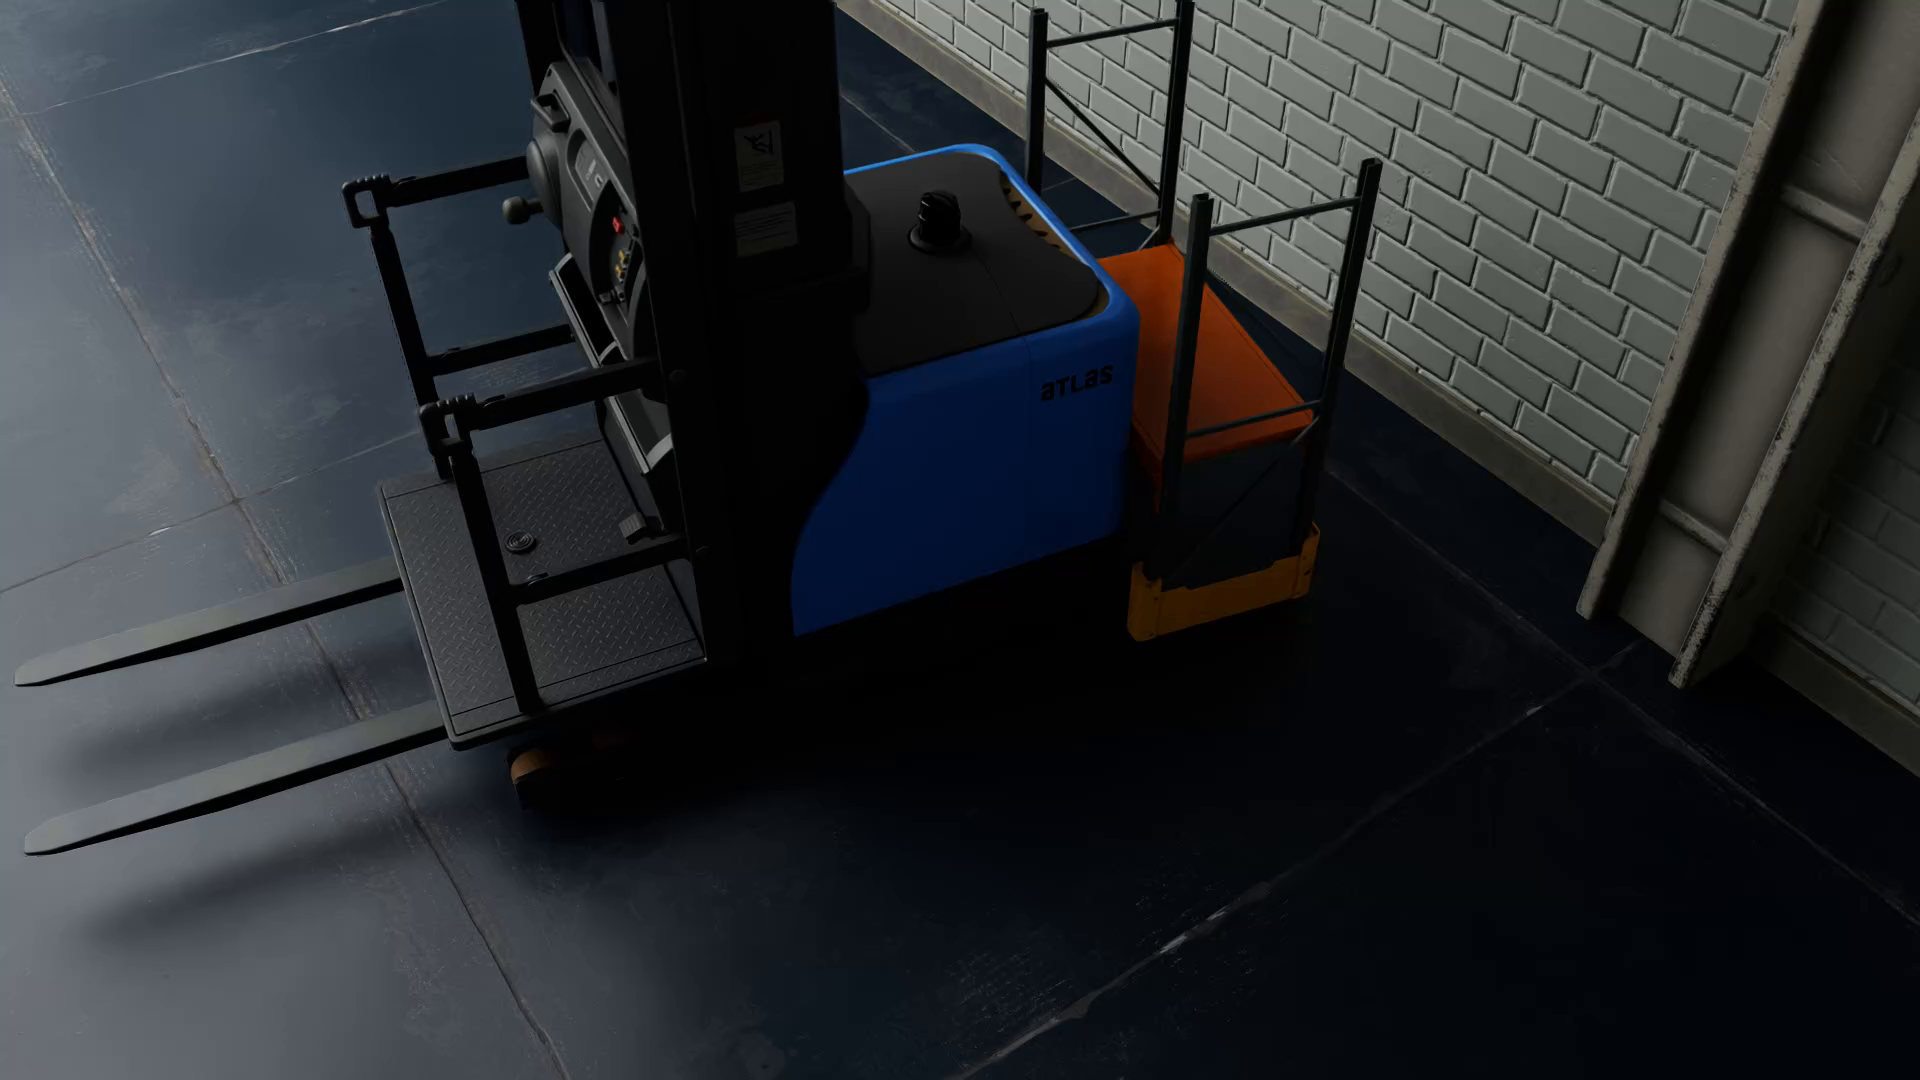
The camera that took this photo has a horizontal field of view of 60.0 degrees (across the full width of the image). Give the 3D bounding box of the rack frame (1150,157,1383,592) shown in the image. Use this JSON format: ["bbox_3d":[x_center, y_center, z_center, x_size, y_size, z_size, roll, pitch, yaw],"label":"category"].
[{"bbox_3d":[0.788,-0.322,4.501,0.500,1.500,0.032,-14,46,-15],"label":"rack frame"}]

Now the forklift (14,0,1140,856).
[{"bbox_3d":[-1.073,-0.762,3.926,3.031,2.935,1.130,-17,46,-17],"label":"forklift"}]

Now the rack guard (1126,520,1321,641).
[{"bbox_3d":[0.782,0.117,4.946,0.587,0.250,0.087,-14,46,-15],"label":"rack guard"}]

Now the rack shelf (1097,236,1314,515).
[{"bbox_3d":[0.611,-0.521,4.970,0.538,0.185,1.000,-14,46,-15],"label":"rack shelf"}]

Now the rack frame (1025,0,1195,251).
[{"bbox_3d":[0.433,-0.980,5.190,0.500,1.500,0.032,-14,46,-15],"label":"rack frame"}]

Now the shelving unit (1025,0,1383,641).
[{"bbox_3d":[0.608,-0.657,4.852,0.587,1.500,1.083,-14,46,-15],"label":"shelving unit"}]
